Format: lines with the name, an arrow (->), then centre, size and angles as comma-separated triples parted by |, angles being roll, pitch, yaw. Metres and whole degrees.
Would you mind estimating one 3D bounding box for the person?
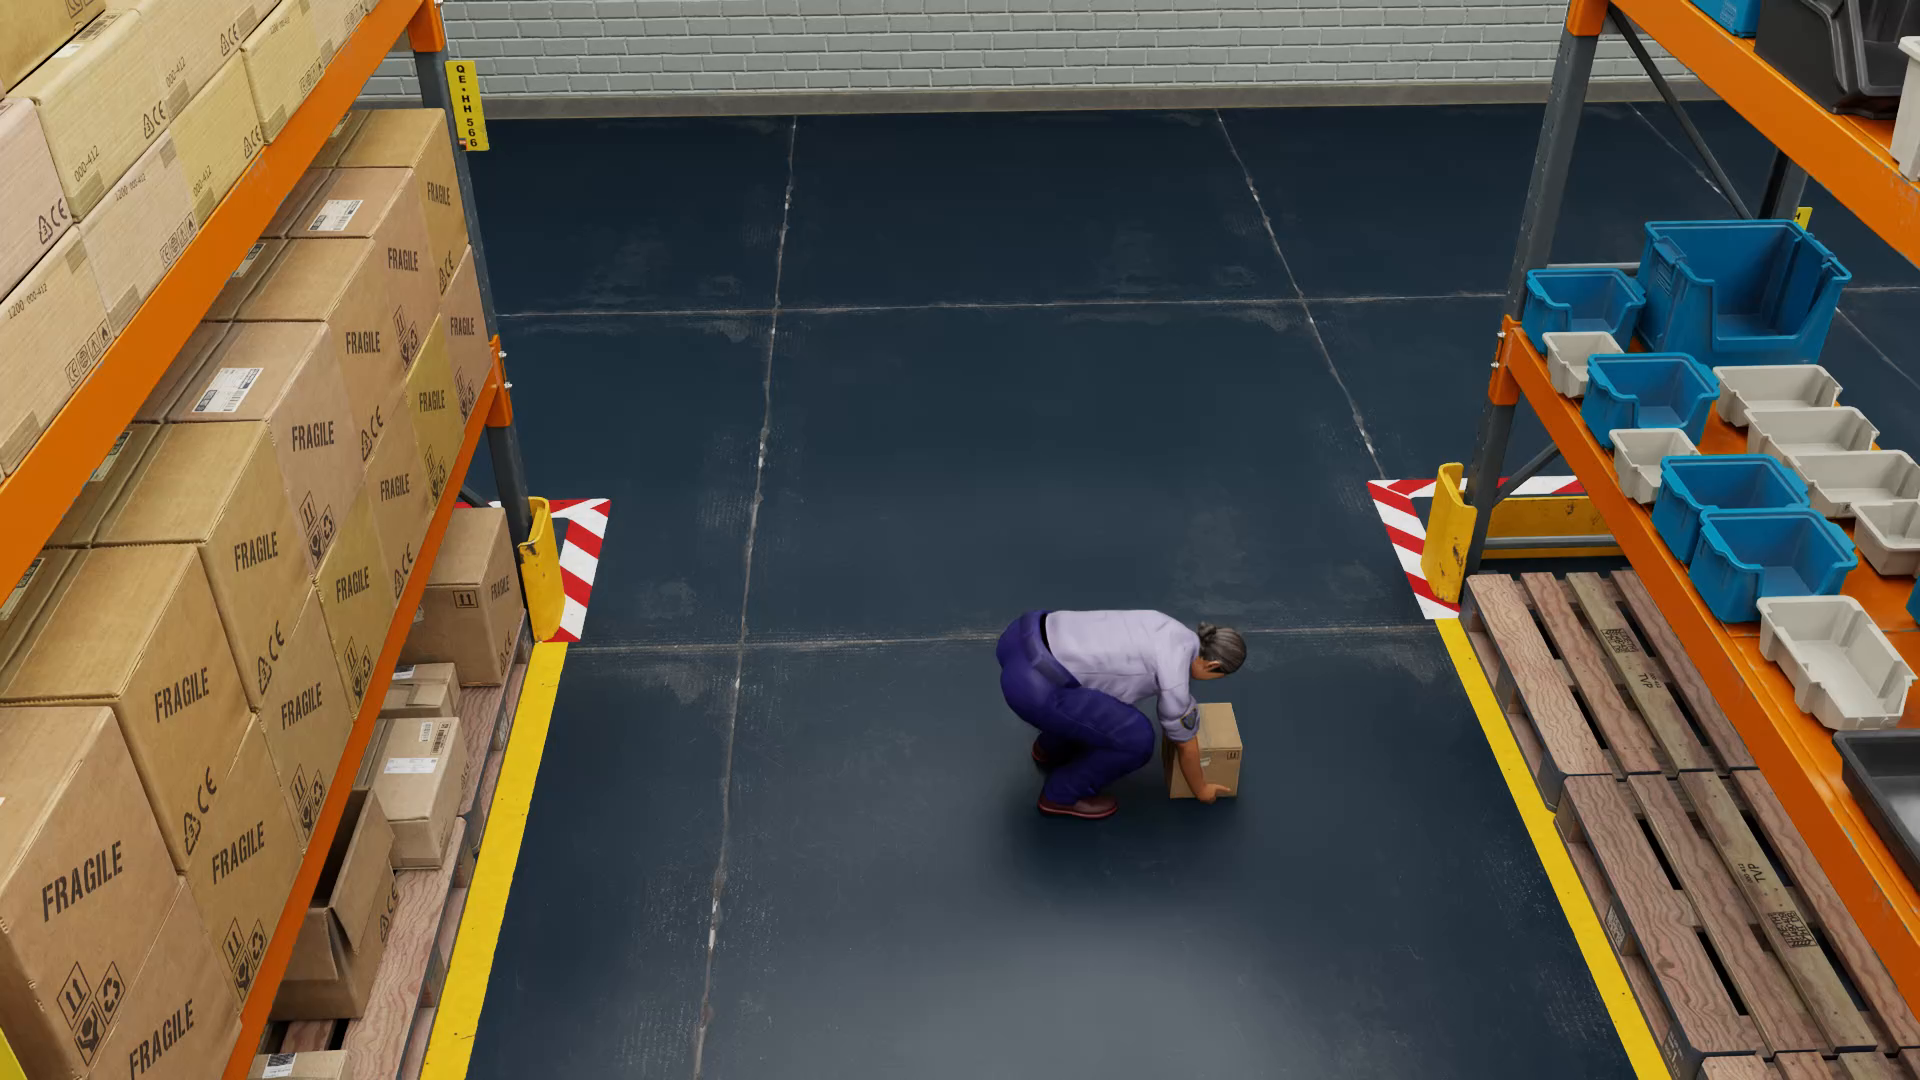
person -> 0.584, 0.599, 6.085 | 0.905, 0.783, 0.524 | -3, 36, -4
